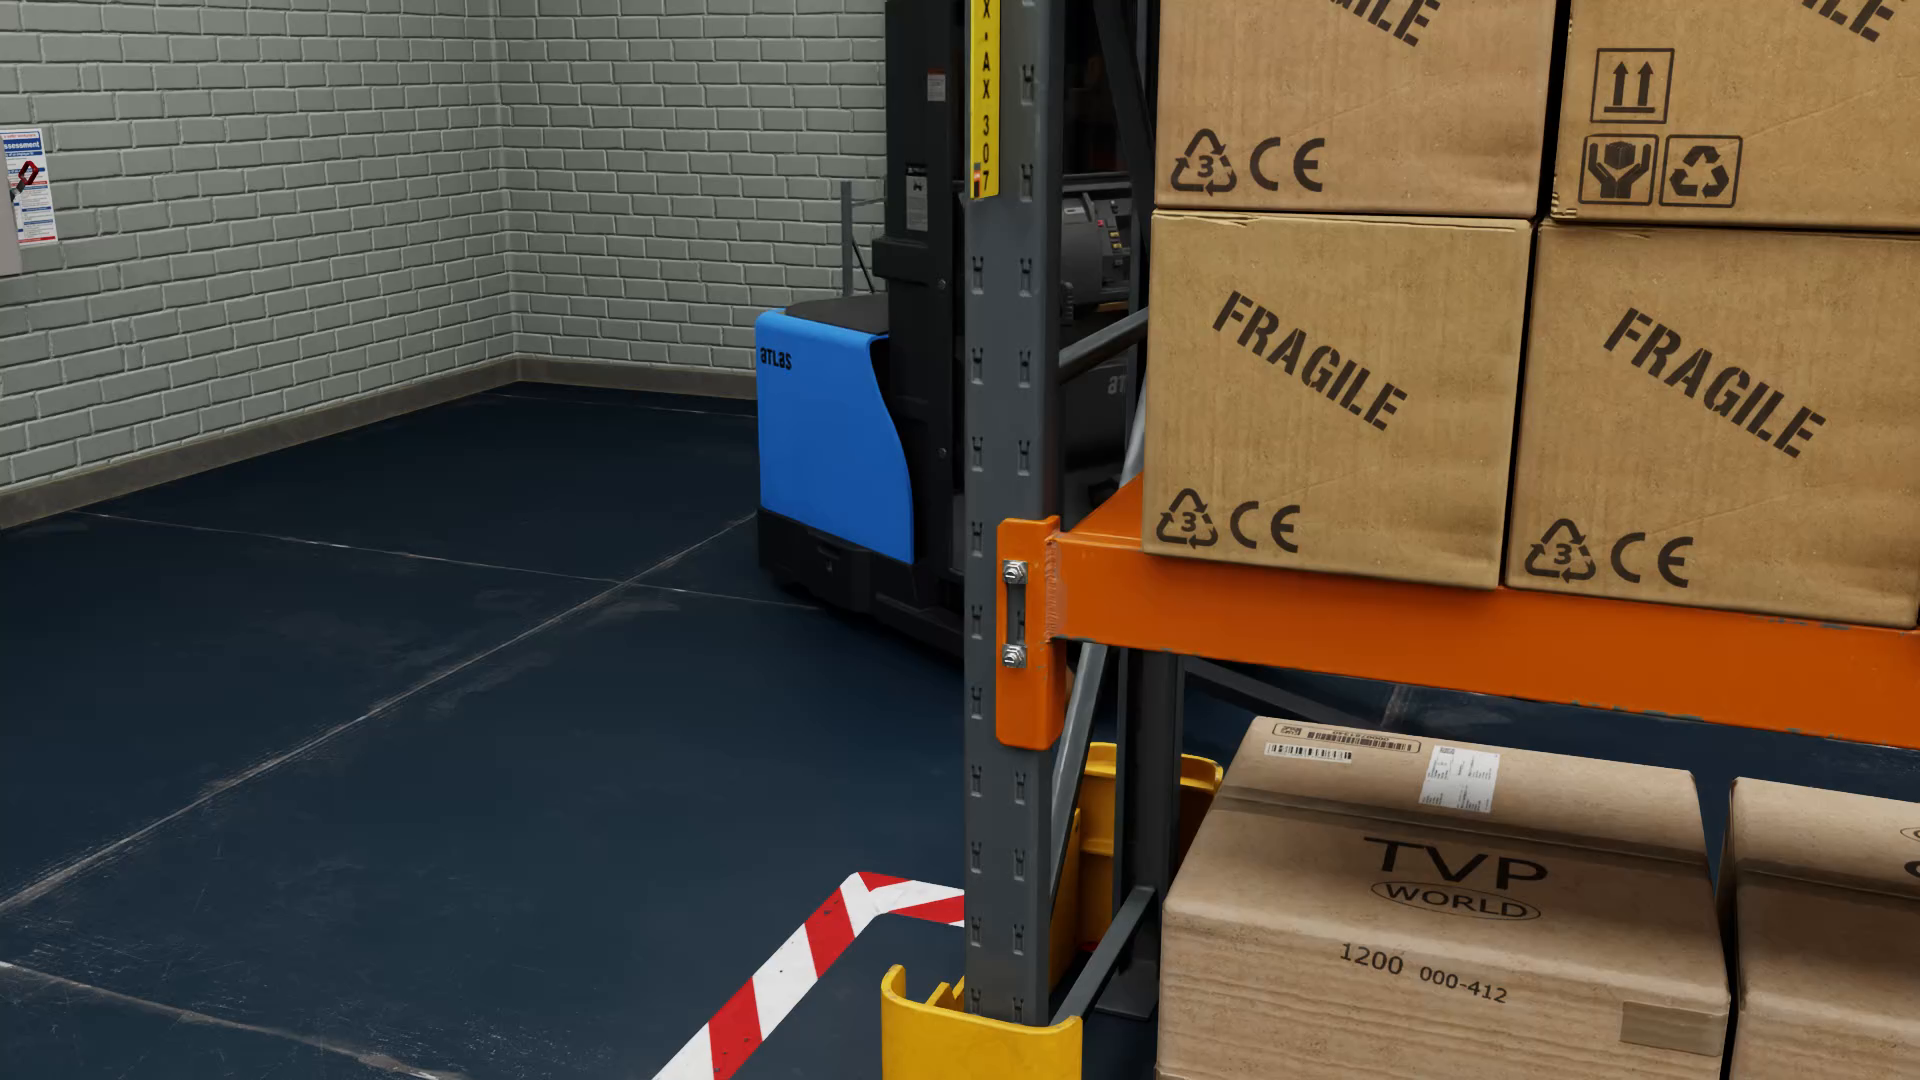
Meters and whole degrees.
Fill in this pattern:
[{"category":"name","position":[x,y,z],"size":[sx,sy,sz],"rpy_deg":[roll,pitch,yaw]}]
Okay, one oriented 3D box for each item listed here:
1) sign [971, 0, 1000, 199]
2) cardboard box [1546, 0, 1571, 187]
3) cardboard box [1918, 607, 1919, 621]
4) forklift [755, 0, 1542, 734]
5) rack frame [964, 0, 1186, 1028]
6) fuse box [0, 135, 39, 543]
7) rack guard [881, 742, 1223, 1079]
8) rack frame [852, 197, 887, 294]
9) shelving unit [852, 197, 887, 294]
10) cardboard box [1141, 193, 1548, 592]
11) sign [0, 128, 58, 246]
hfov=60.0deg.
[{"category":"sign","position":[0.035,-0.643,2.314],"size":[0.005,0.325,0.100],"rpy_deg":[6,17,21]},{"category":"cardboard box","position":[0.780,-0.873,2.829],"size":[0.500,0.500,0.500],"rpy_deg":[7,18,22]},{"category":"cardboard box","position":[1.533,-0.156,2.151],"size":[0.500,0.500,0.500],"rpy_deg":[6,17,20]},{"category":"forklift","position":[0.511,-1.013,5.406],"size":[1.130,2.935,3.031],"rpy_deg":[-12,20,-37]},{"category":"rack frame","position":[0.244,-0.333,2.940],"size":[0.127,3.000,1.000],"rpy_deg":[6,17,21]},{"category":"fuse box","position":[-4.103,-0.815,6.911],"size":[0.414,1.711,0.539],"rpy_deg":[6,17,21]},{"category":"rack guard","position":[0.222,0.865,3.297],"size":[0.348,0.500,1.175],"rpy_deg":[6,17,21]},{"category":"rack frame","position":[-0.398,-0.847,7.401],"size":[0.013,1.308,0.475],"rpy_deg":[6,17,20]},{"category":"shelving unit","position":[0.068,-0.797,7.229],"size":[1.083,1.500,0.587],"rpy_deg":[6,17,20]},{"category":"cardboard box","position":[0.586,-0.257,2.500],"size":[0.500,0.500,0.500],"rpy_deg":[6,17,20]},{"category":"sign","position":[-4.114,-1.537,7.258],"size":[0.001,0.494,0.329],"rpy_deg":[6,17,21]}]
